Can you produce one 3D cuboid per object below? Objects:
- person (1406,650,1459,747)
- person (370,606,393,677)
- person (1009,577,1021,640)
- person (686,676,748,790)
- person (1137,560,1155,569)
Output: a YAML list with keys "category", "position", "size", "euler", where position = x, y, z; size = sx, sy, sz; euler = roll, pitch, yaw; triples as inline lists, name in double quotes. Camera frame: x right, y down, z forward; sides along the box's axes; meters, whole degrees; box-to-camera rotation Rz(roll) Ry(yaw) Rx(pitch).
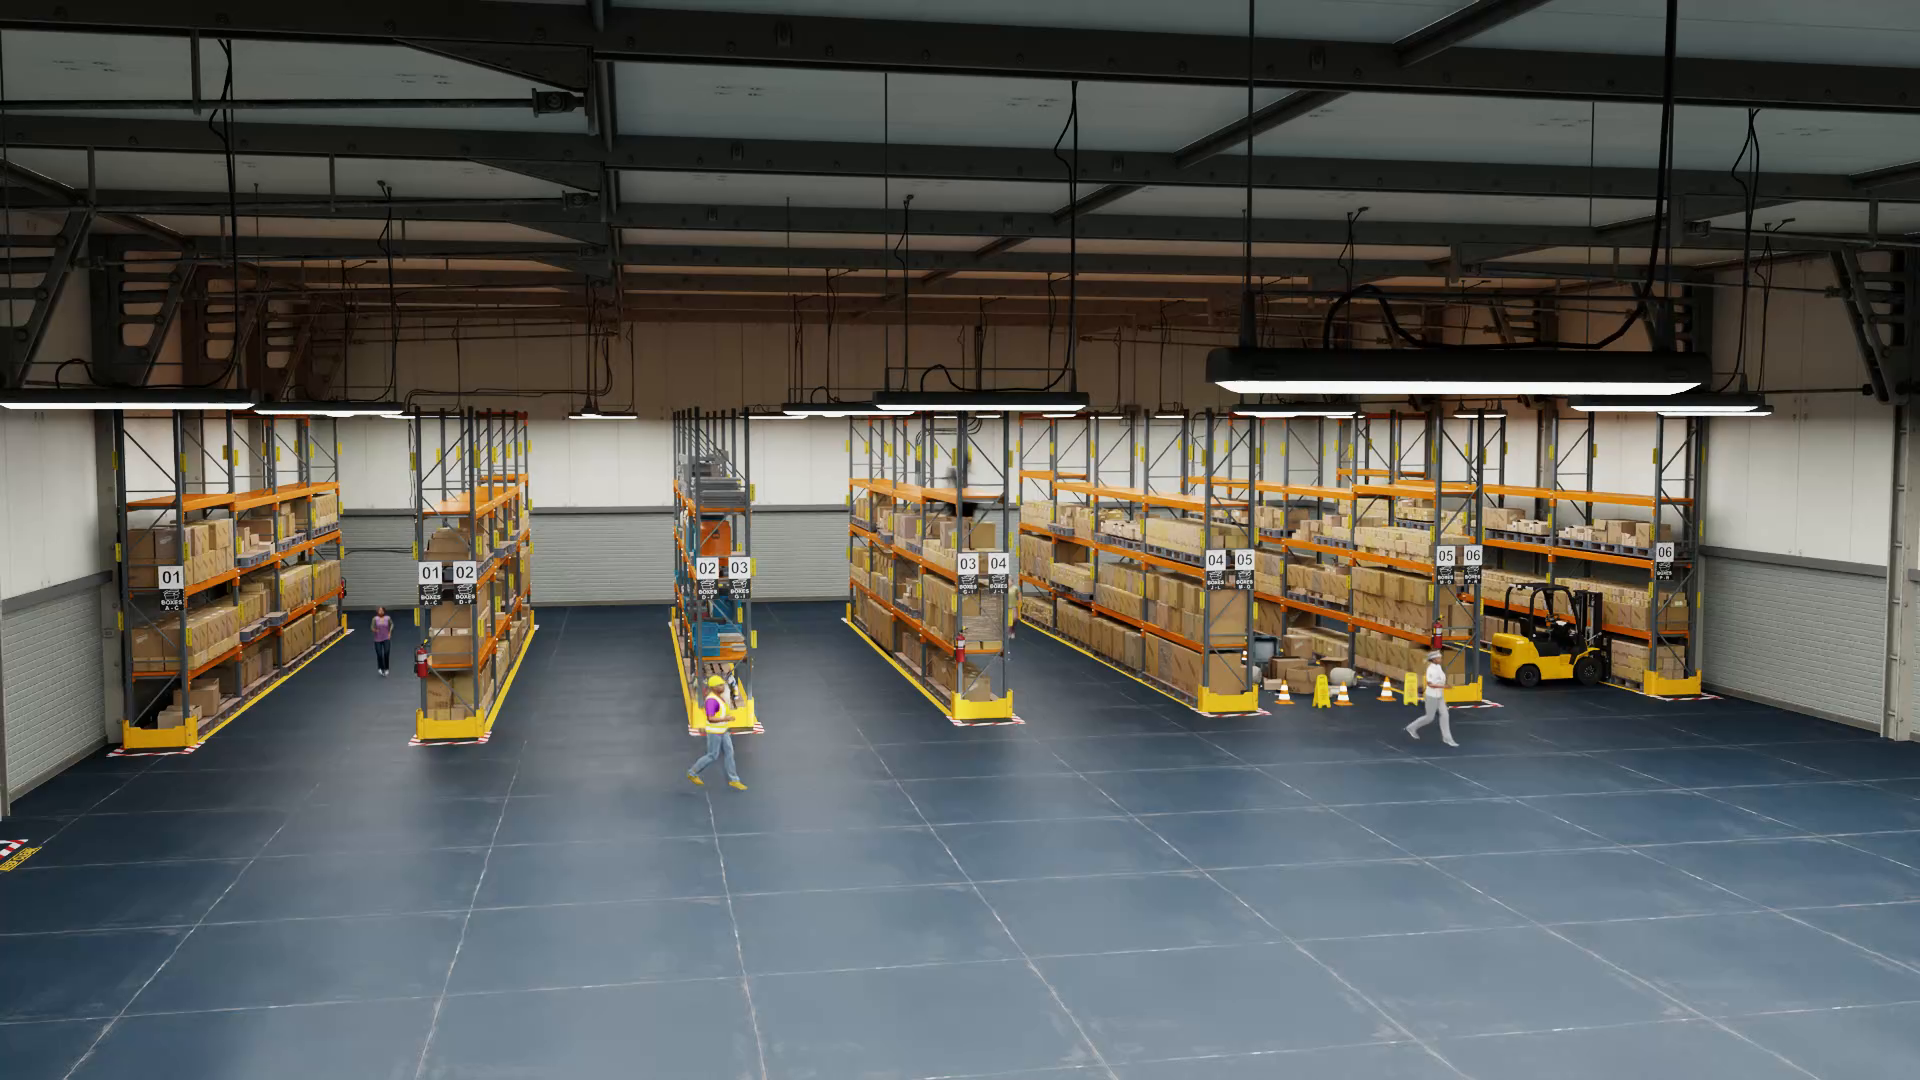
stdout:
- category: "person"
  position: [8.372, 2.781, 29.425]
  size: [0.924, 1.712, 0.579]
  euler: [3, 5, 34]
- category: "person"
  position: [-12.978, 2.281, 37.339]
  size: [0.490, 1.625, 0.711]
  euler: [-1, 4, -19]
- category: "person"
  position: [1.342, 1.791, 43.823]
  size: [0.585, 1.649, 0.657]
  euler: [0, 4, -4]
- category: "person"
  position: [-3.776, 2.994, 25.755]
  size: [0.957, 1.788, 0.694]
  euler: [1, 4, 10]
- category: "person"
  position: [5.613, 1.247, 50.777]
  size: [0.953, 1.791, 0.712]
  euler: [-1, 4, -11]
